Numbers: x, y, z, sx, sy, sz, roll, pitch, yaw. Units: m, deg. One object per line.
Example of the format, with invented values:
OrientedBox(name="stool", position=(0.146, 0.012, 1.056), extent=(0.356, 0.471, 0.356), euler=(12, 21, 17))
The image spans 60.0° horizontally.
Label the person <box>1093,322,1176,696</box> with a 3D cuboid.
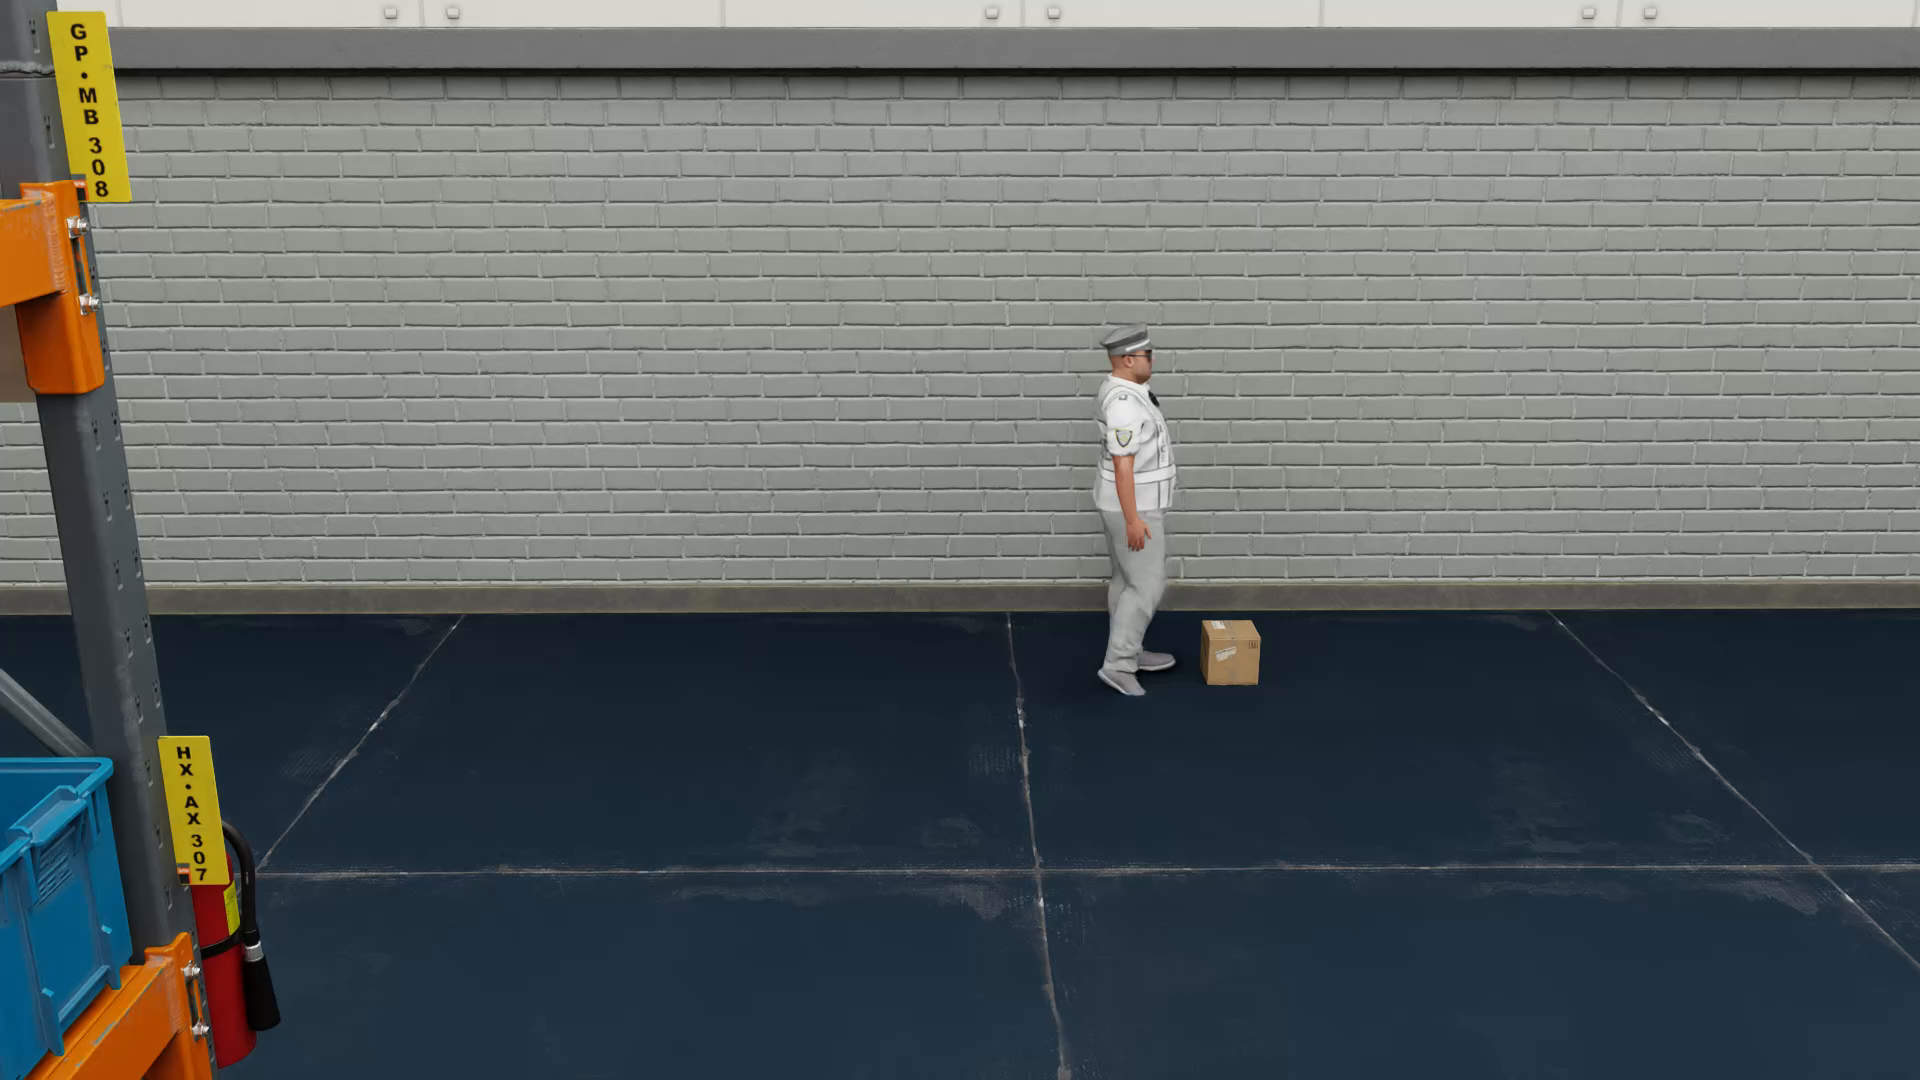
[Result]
OrientedBox(name="person", position=(0.865, -0.135, 8.054), extent=(0.439, 1.855, 0.550), euler=(0, 17, 0))
